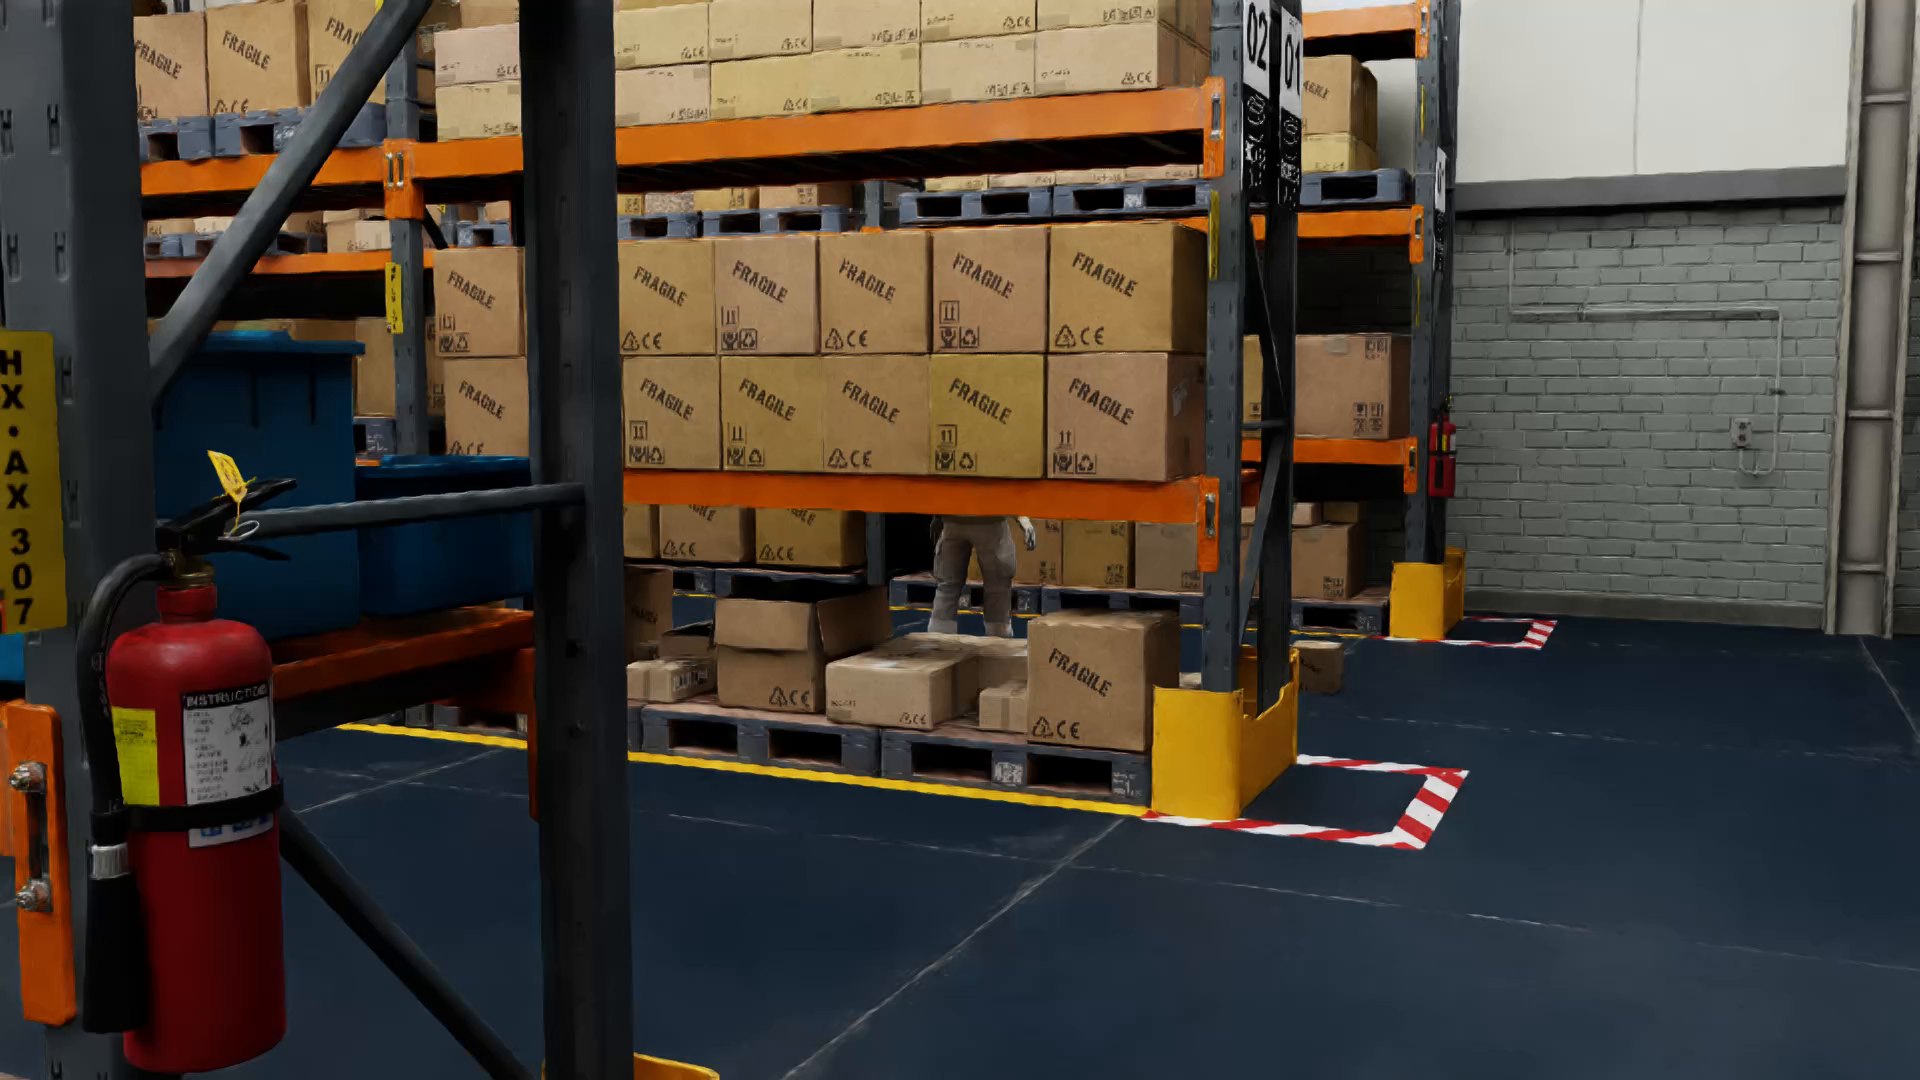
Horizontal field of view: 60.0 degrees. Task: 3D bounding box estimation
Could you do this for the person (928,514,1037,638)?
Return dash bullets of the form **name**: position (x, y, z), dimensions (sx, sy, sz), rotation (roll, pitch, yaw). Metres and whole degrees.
- **person**: position (0.132, -0.101, 9.143), dimensions (0.689, 1.787, 0.577), rotation (3, 6, 32)
